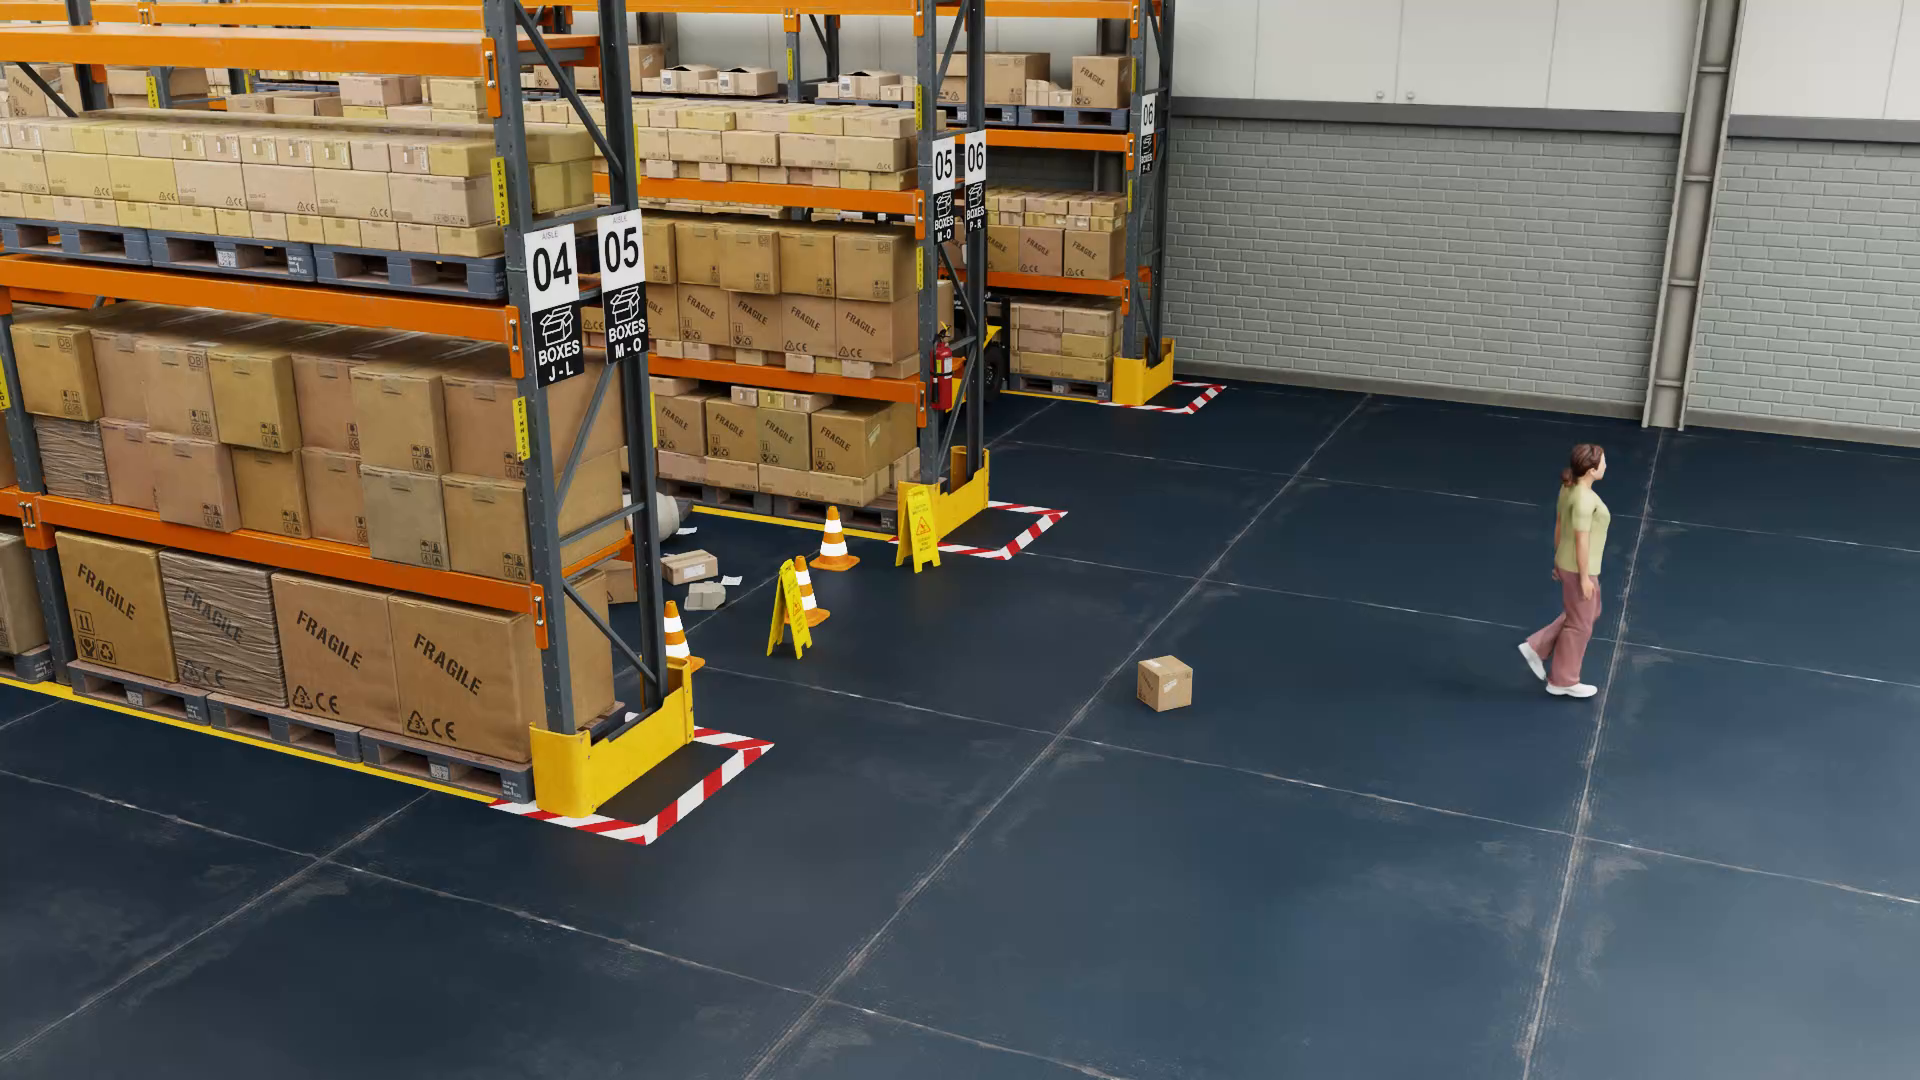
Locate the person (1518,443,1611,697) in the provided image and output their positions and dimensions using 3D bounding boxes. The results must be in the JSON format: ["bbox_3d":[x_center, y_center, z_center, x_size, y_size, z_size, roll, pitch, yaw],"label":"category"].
[{"bbox_3d":[3.850,0.190,10.453,0.503,1.660,0.455,2,19,5],"label":"person"}]
